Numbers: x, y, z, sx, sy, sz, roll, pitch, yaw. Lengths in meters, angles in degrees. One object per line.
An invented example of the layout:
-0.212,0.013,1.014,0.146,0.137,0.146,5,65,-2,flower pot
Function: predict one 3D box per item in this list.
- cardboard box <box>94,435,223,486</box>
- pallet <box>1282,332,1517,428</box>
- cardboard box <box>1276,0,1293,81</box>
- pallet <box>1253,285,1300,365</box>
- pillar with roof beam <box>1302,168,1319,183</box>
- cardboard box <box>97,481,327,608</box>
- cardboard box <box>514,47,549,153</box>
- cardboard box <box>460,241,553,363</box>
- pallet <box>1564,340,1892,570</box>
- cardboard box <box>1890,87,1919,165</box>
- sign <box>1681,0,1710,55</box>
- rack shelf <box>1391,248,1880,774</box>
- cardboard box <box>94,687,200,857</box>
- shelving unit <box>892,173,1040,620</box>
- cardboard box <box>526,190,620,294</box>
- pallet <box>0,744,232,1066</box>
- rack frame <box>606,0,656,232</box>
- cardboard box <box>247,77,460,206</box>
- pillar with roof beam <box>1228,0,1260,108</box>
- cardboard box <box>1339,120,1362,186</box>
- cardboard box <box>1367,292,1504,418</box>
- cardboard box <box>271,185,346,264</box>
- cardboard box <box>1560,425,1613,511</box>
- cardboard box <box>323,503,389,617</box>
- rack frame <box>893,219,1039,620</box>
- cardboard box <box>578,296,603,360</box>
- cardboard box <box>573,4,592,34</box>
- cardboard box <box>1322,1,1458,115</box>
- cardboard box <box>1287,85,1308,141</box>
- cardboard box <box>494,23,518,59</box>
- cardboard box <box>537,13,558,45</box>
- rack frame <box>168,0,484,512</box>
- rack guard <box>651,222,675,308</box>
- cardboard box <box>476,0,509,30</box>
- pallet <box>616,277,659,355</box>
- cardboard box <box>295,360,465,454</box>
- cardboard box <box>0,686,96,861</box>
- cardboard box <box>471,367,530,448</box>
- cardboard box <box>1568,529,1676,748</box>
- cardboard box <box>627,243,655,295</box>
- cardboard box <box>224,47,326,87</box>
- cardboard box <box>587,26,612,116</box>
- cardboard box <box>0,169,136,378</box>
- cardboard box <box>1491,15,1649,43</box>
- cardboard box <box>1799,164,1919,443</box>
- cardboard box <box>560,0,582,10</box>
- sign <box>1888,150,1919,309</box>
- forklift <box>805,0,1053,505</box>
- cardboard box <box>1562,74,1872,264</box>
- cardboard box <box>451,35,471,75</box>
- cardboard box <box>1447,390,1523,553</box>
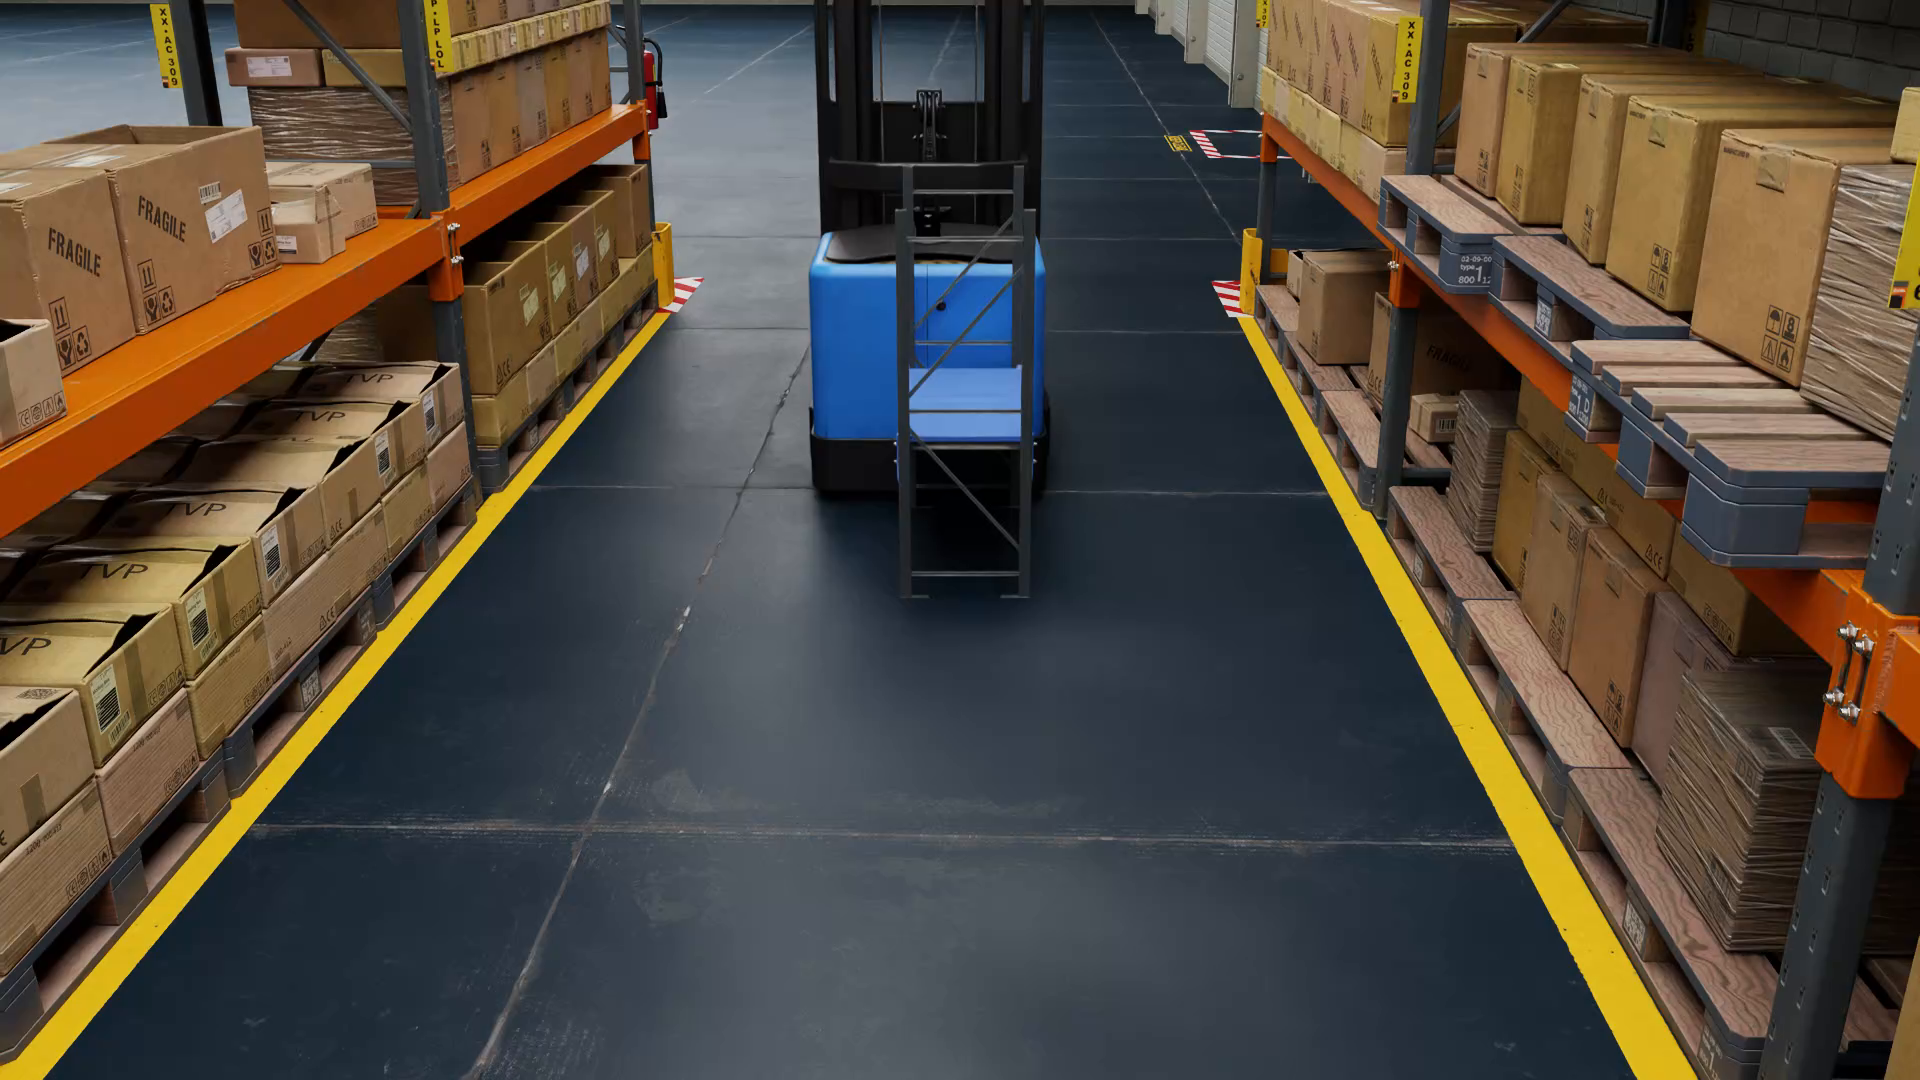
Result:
-2.932,-0.205,5.857,0.500,0.311,0.500,0,21,0,cardboard box
2.335,-0.877,8.997,1.003,0.211,1.213,1,21,2,pallet
2.098,-2.879,9.445,0.500,0.500,0.500,1,21,2,cardboard box
2.375,-1.317,10.131,1.003,0.211,1.213,1,21,2,pallet
-0.840,-7.689,14.405,9.100,9.000,0.400,1,21,2,pillar with roof beam
-2.407,-0.020,5.380,0.500,0.311,0.500,0,21,1,cardboard box
-2.585,-2.309,8.695,0.700,0.500,0.500,1,21,3,cardboard box
-2.301,-1.153,8.039,0.500,0.500,0.500,1,21,2,cardboard box
2.109,-0.215,3.701,1.213,0.211,1.003,1,21,2,pallet
2.170,-0.841,3.407,0.380,0.149,0.250,-3,21,-7,cardboard box
2.871,-2.027,6.505,0.100,0.325,0.005,1,21,2,sign
2.255,-0.433,4.993,1.077,0.370,4.000,1,21,2,rack shelf
-2.433,0.620,4.506,0.500,0.250,0.500,0,21,0,cardboard box
0.018,-0.587,6.469,0.538,1.500,1.048,0,21,0,shelving unit
-2.249,-1.696,9.436,0.500,0.500,0.500,1,21,2,cardboard box
-2.693,0.904,4.406,1.003,0.211,1.213,1,21,2,pallet
-2.514,-2.991,10.591,1.000,3.000,0.127,1,21,2,rack frame
-2.628,-1.752,7.259,0.700,0.500,0.500,0,21,0,cardboard box
-0.657,-9.858,19.996,9.100,9.000,0.400,1,21,2,pillar with roof beam
2.051,-1.786,7.664,0.500,0.250,0.500,1,21,2,cardboard box
2.308,-0.907,8.067,0.500,0.500,0.500,-1,21,-2,cardboard box
-2.479,-1.162,6.063,0.396,0.266,0.258,0,21,0,cardboard box
2.288,-0.267,5.382,0.500,0.250,0.500,0,21,0,cardboard box
-2.391,0.062,5.942,0.500,0.250,0.500,1,21,3,cardboard box
0.021,-0.403,5.995,0.500,1.500,0.032,0,21,0,rack frame
-2.269,-1.165,9.106,0.500,0.250,0.500,1,21,2,cardboard box
-2.349,-3.013,9.612,0.380,0.149,0.250,0,21,1,cardboard box
2.057,-2.317,7.998,0.500,0.500,0.500,0,21,0,cardboard box
2.082,-2.332,9.073,0.500,0.250,0.500,0,21,1,cardboard box
-2.399,-2.455,8.174,0.380,0.149,0.250,0,21,0,cardboard box
-2.373,-2.732,8.887,0.380,0.149,0.250,1,21,3,cardboard box
-2.636,-1.545,6.863,1.000,3.000,0.127,1,21,2,rack frame
-2.513,-1.834,11.065,1.175,0.500,0.348,1,21,2,rack guard
-2.598,-2.720,7.962,0.700,0.500,0.500,1,21,2,cardboard box
-2.495,-1.414,10.381,1.003,0.211,1.213,1,21,2,pallet
-2.361,-0.570,6.798,0.500,0.311,0.500,1,21,2,cardboard box
-2.448,0.540,3.936,0.500,0.311,0.500,1,21,3,cardboard box
-2.318,-0.623,7.708,0.500,0.250,0.500,1,21,2,cardboard box
2.283,0.289,4.984,0.700,0.500,0.500,1,21,1,cardboard box
-2.235,-1.708,10.504,0.500,0.250,0.500,1,21,2,cardboard box
-2.841,-1.994,6.987,0.380,0.149,0.250,1,21,2,cardboard box
-2.541,-2.869,10.138,0.700,0.500,0.500,1,21,2,cardboard box
-2.723,-0.752,4.682,0.500,0.500,0.500,0,21,-1,cardboard box
2.539,-1.948,7.046,0.500,0.500,0.500,0,21,0,cardboard box
2.199,-0.467,3.340,0.700,0.500,0.500,-2,21,-5,cardboard box
-2.553,-3.264,9.364,0.700,0.500,0.500,0,21,0,cardboard box
1.652,-0.551,2.810,0.100,0.325,0.005,1,21,2,sign
-0.146,-1.997,8.124,1.130,2.935,3.031,0,21,0,forklift
2.253,-1.119,5.020,0.700,0.500,0.500,4,21,9,cardboard box
-2.420,-2.173,7.447,0.380,0.149,0.250,0,21,0,cardboard box
2.310,-0.265,6.413,0.700,0.500,0.500,1,21,3,cardboard box
